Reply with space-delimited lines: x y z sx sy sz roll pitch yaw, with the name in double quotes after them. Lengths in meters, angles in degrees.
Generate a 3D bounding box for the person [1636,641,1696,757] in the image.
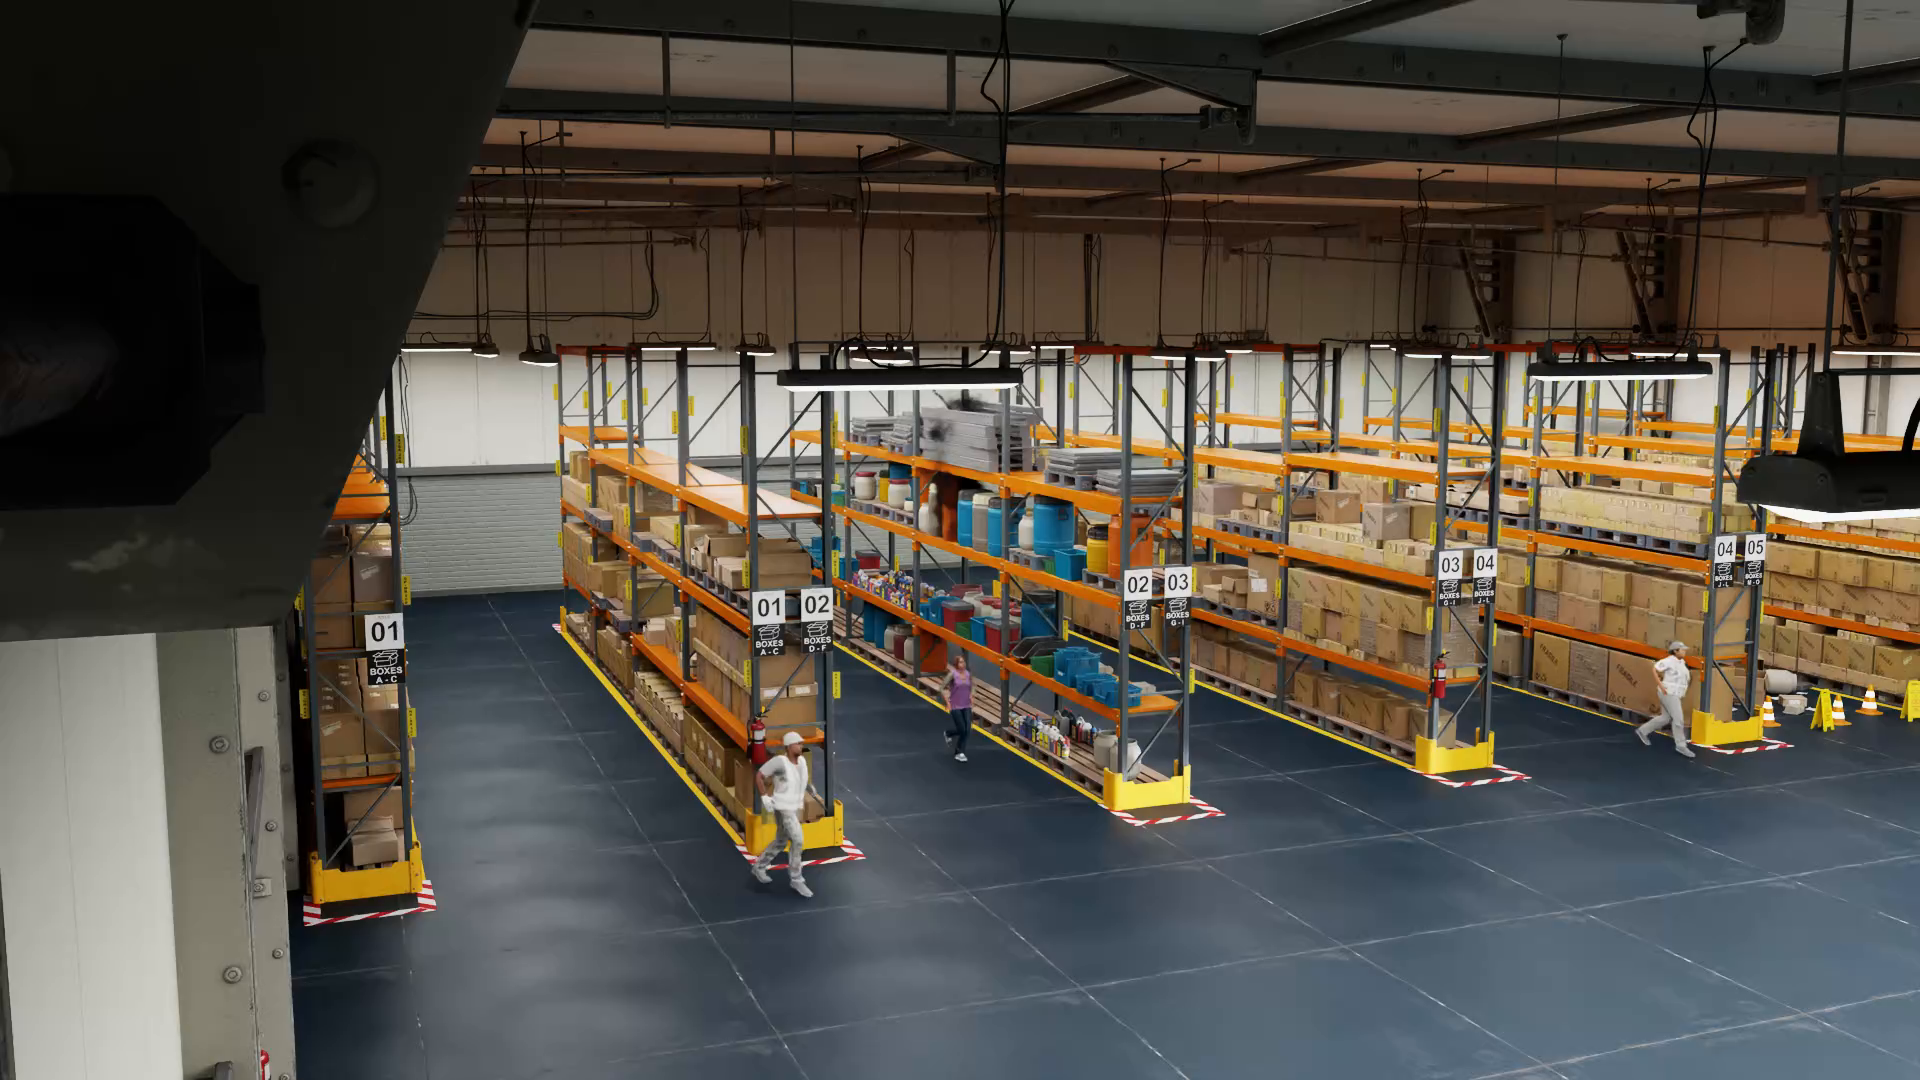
10.709 2.338 24.972 0.918 1.640 0.647 7 10 43 "person"

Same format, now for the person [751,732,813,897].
-1.946 3.061 18.901 0.888 1.770 0.714 3 8 24 "person"

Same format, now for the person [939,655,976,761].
-0.010 2.448 24.364 0.549 1.545 0.559 -5 9 -32 "person"
